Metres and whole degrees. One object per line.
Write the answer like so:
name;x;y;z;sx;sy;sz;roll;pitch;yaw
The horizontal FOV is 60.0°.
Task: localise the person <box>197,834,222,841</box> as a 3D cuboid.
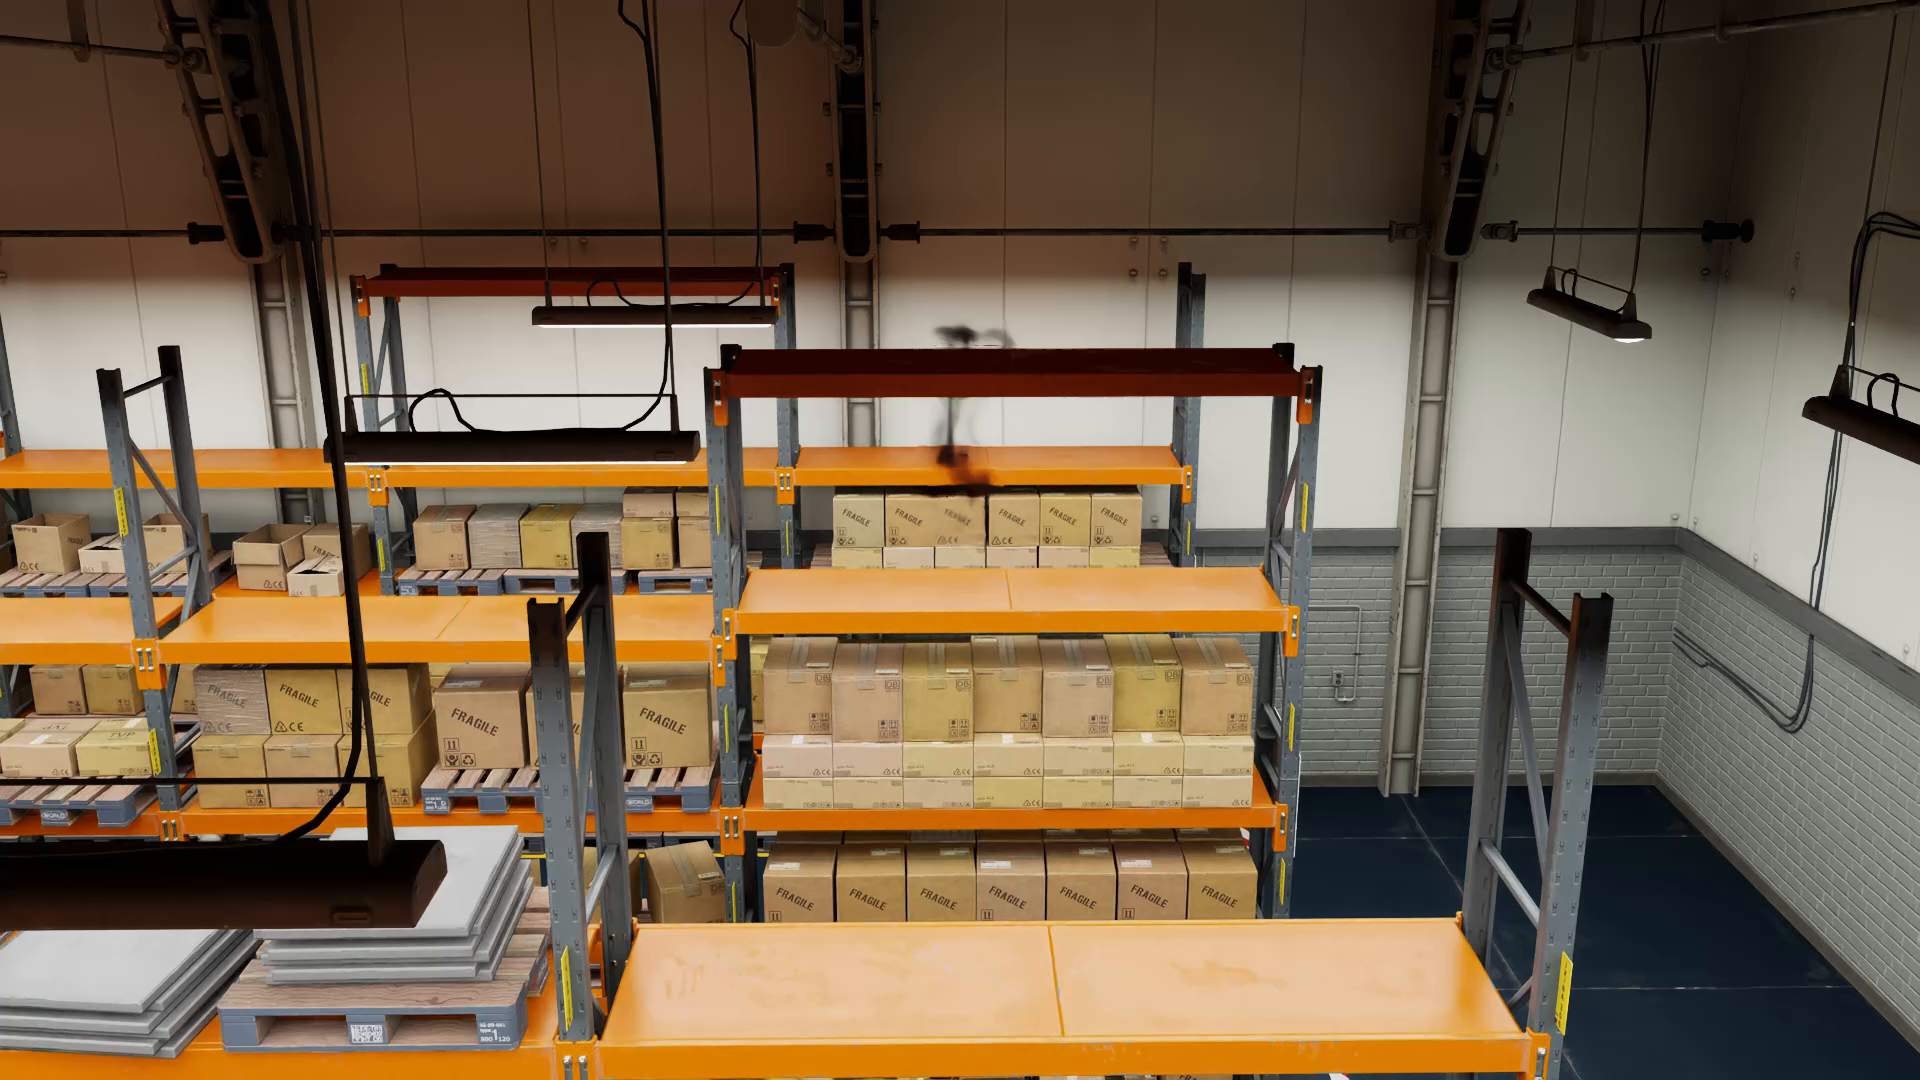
person;-6.210;3.310;14.523;0.961;1.579;0.643;3;16;9
